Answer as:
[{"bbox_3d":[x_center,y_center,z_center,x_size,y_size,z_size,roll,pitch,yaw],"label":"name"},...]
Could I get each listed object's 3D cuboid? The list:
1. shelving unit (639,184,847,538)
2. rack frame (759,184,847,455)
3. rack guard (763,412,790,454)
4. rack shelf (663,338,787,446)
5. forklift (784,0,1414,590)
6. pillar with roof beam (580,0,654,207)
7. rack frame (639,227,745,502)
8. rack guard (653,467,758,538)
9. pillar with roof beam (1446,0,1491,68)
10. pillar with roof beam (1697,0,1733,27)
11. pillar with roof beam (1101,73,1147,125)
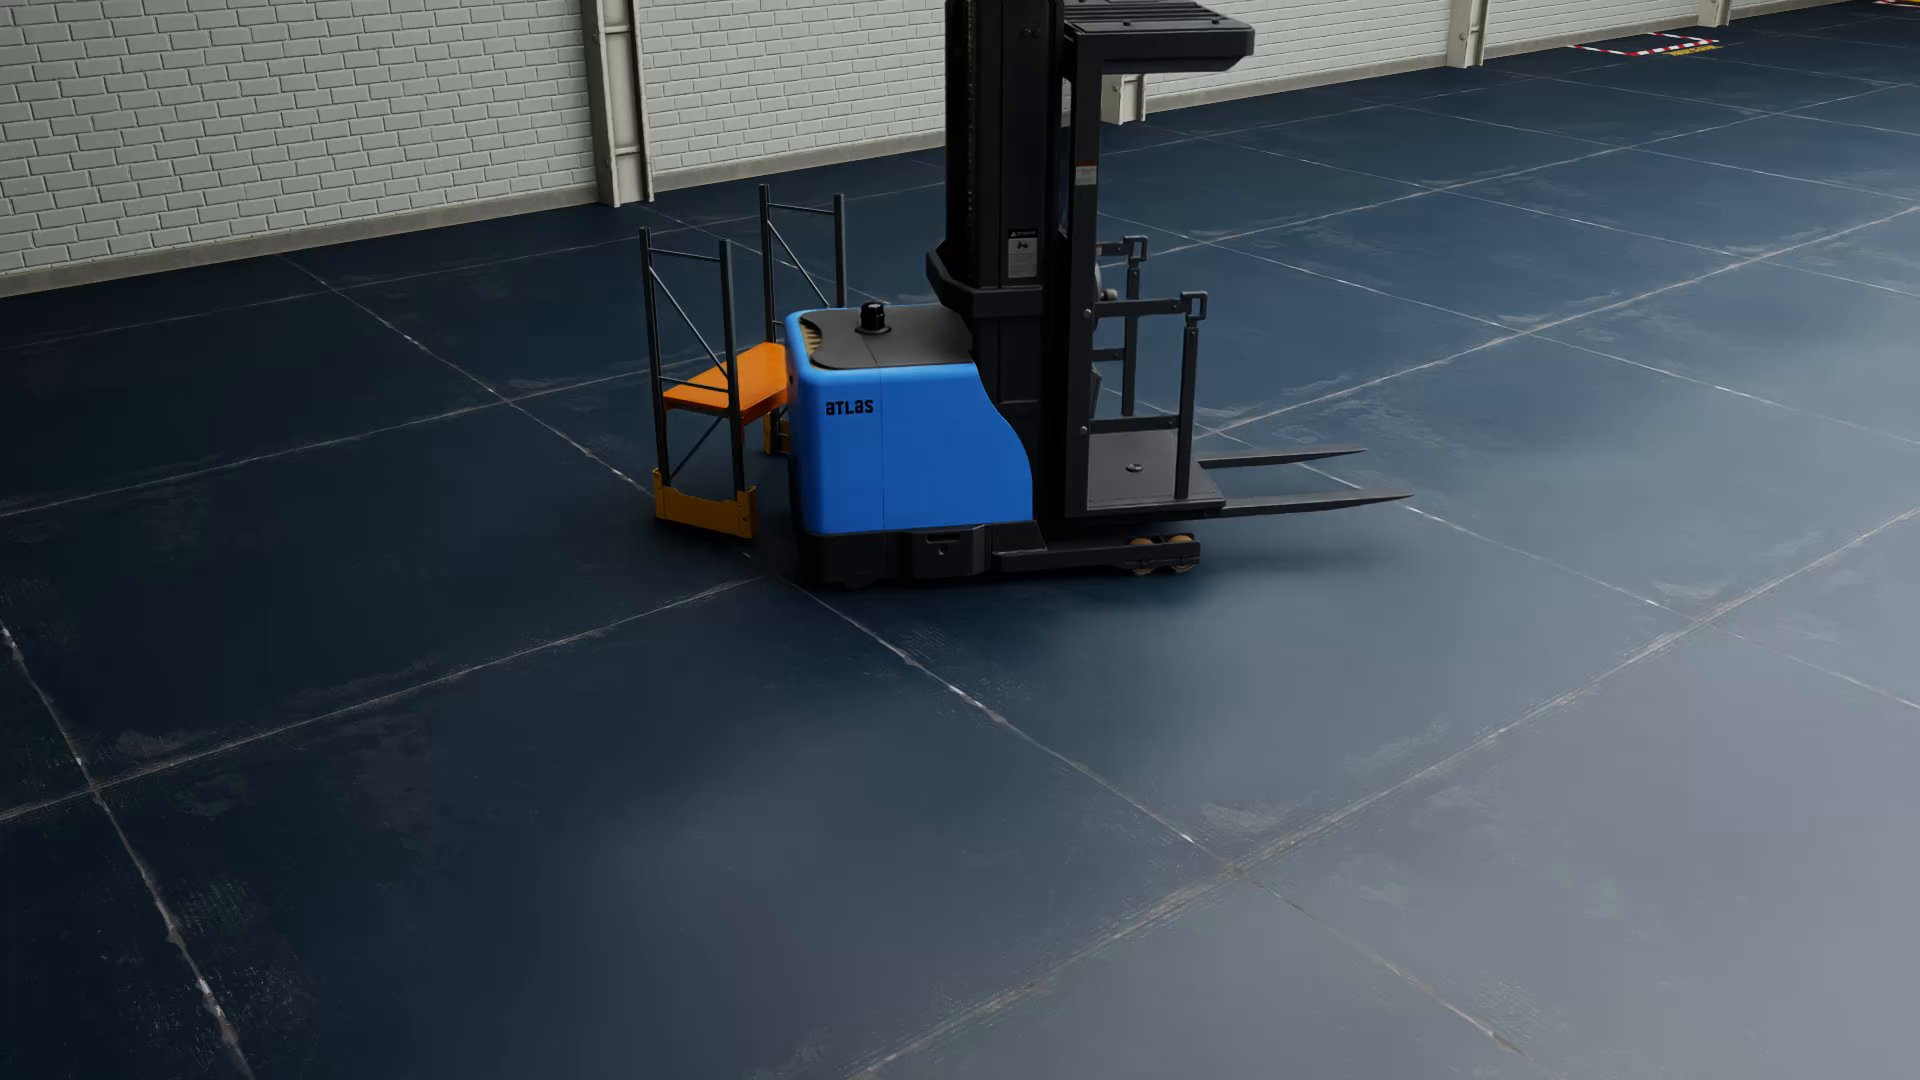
[{"bbox_3d":[-1.052,-0.944,8.501,0.587,1.500,1.083,12,28,25],"label":"shelving unit"},{"bbox_3d":[-0.822,-1.130,8.903,0.500,1.500,0.032,12,28,25],"label":"rack frame"},{"bbox_3d":[-0.823,-0.563,9.165,0.587,0.250,0.087,12,28,25],"label":"rack guard"},{"bbox_3d":[-1.056,-0.777,8.570,0.538,0.185,1.000,12,28,25],"label":"rack shelf"},{"bbox_3d":[0.695,-1.383,7.749,3.031,2.935,1.130,-4,25,-9],"label":"forklift"},{"bbox_3d":[-0.298,-5.659,9.754,0.400,9.000,9.100,-18,31,-34],"label":"pillar with roof beam"},{"bbox_3d":[-1.290,-0.750,8.085,0.500,1.500,0.032,12,28,25],"label":"rack frame"},{"bbox_3d":[-1.281,-0.191,8.364,0.587,0.250,0.087,12,28,25],"label":"rack guard"},{"bbox_3d":[9.145,-8.776,16.471,0.400,9.000,9.100,-18,31,-34],"label":"pillar with roof beam"},{"bbox_3d":[13.867,-10.335,19.829,0.400,9.000,9.100,-18,31,-34],"label":"pillar with roof beam"},{"bbox_3d":[4.424,-7.218,13.113,0.400,9.000,9.100,-18,31,-34],"label":"pillar with roof beam"}]
